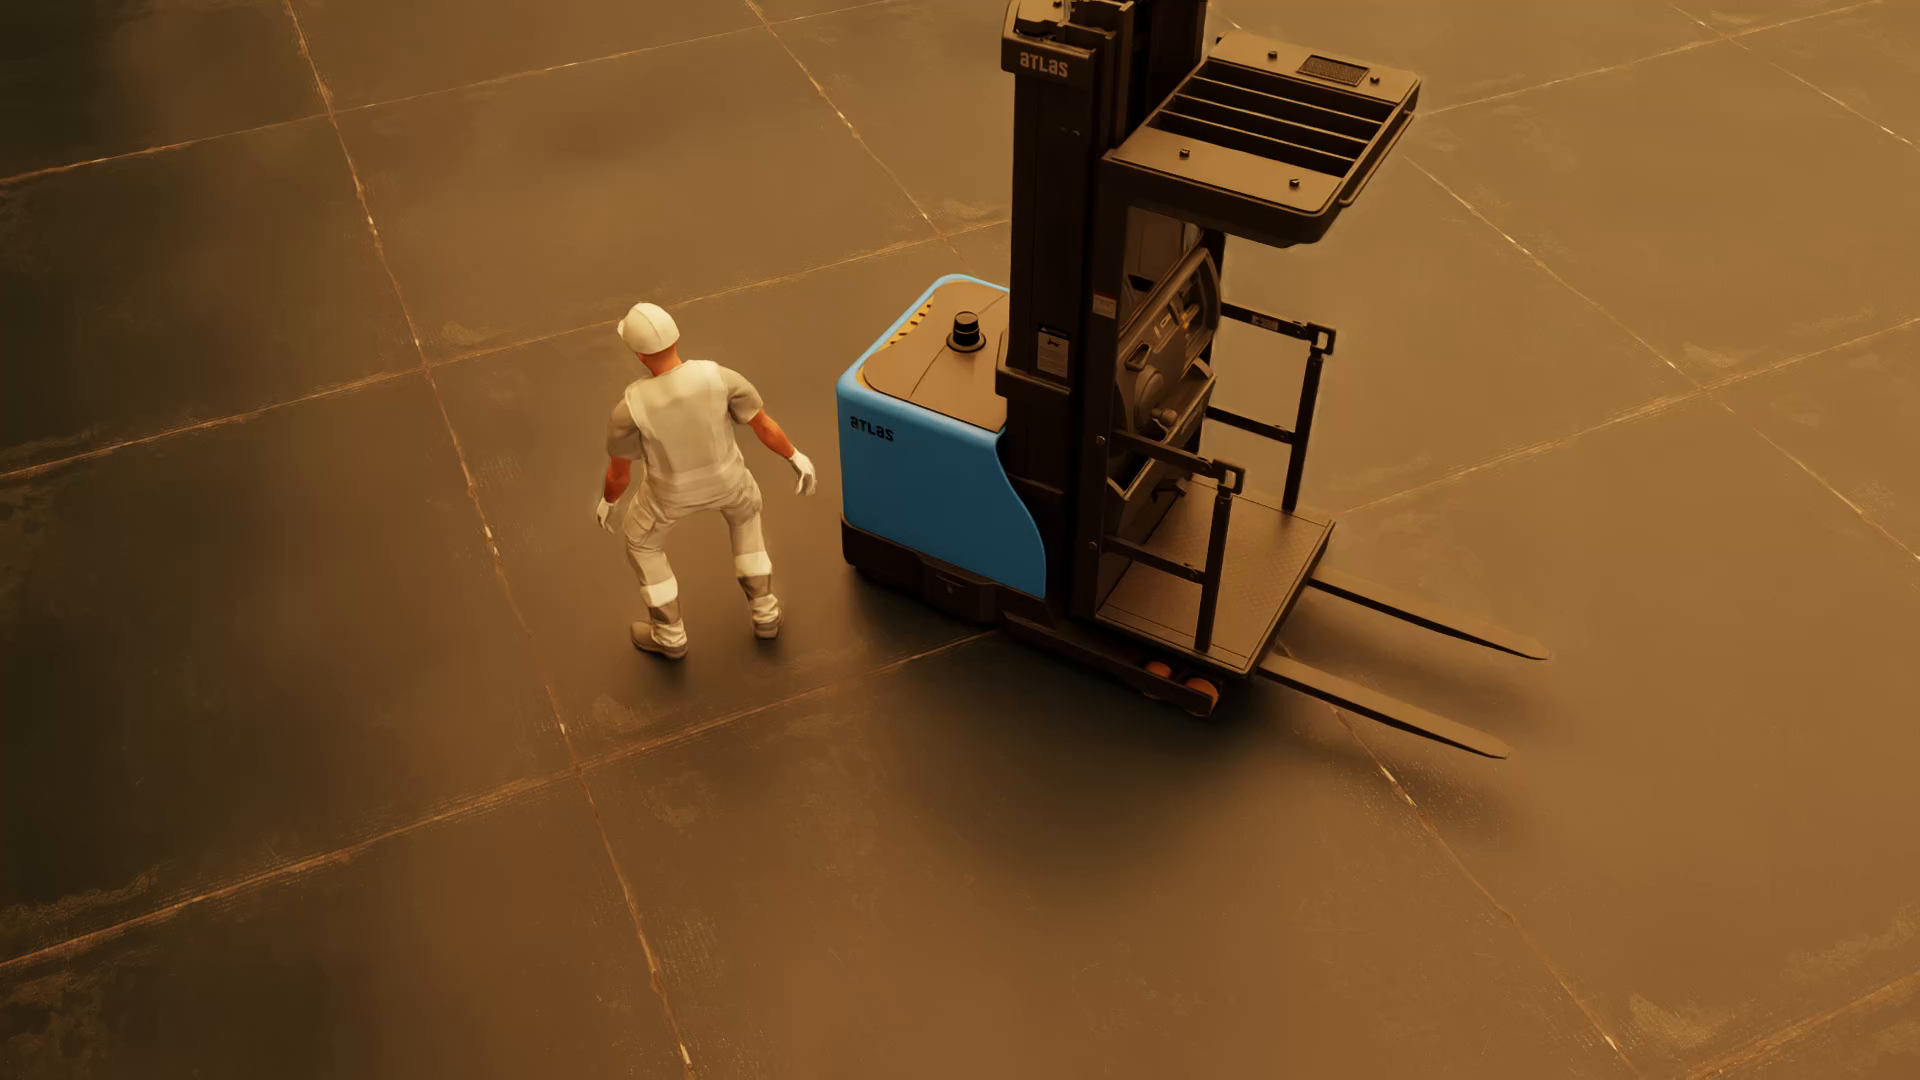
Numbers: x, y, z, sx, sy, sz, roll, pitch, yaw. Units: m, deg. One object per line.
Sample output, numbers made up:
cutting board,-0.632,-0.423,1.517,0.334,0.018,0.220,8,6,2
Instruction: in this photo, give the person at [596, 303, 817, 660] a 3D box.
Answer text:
person,-1.051,-0.239,6.843,0.912,1.696,0.483,-12,44,-12

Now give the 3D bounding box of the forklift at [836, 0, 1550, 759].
forklift,1.001,-0.745,6.478,3.031,2.935,1.130,21,47,21
